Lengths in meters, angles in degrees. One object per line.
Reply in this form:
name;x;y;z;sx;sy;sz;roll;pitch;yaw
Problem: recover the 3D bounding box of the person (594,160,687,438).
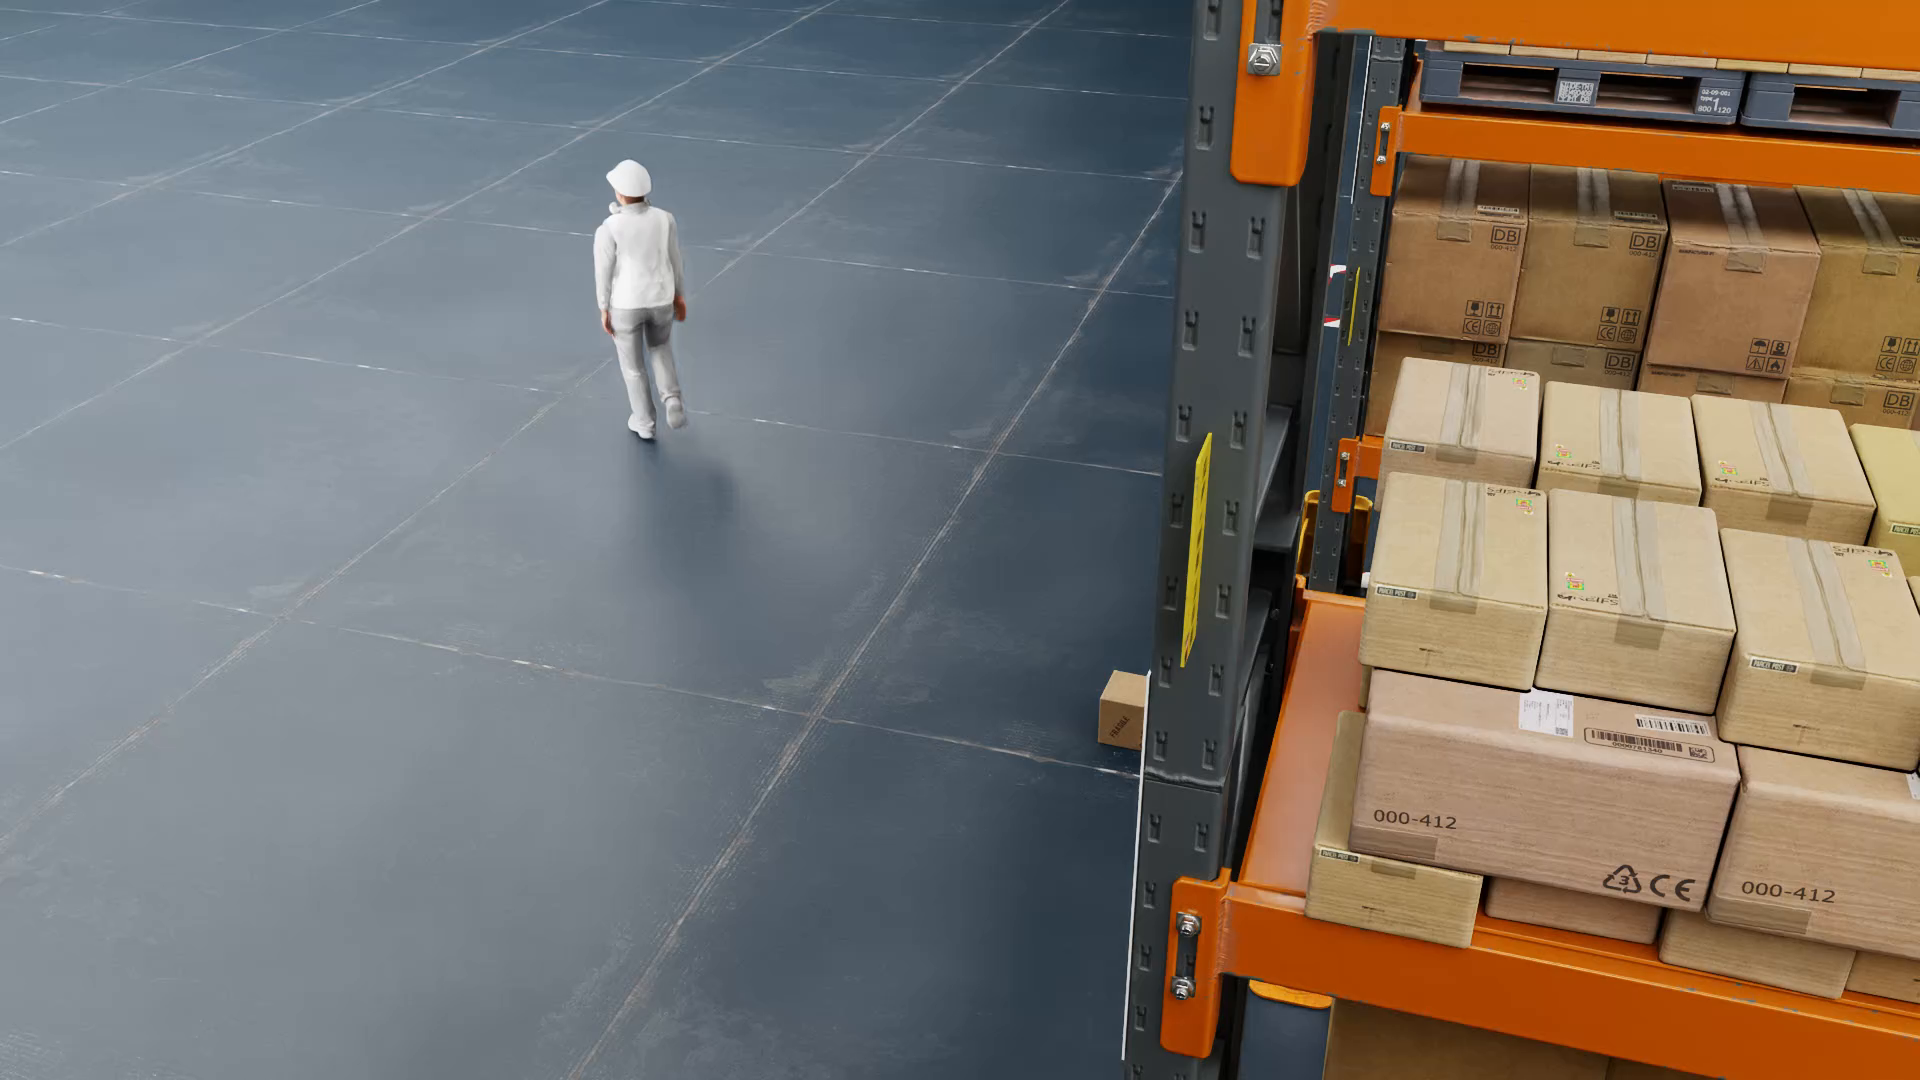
person;-1.956;-1.465;10.180;0.559;1.765;0.498;-16;33;-27
